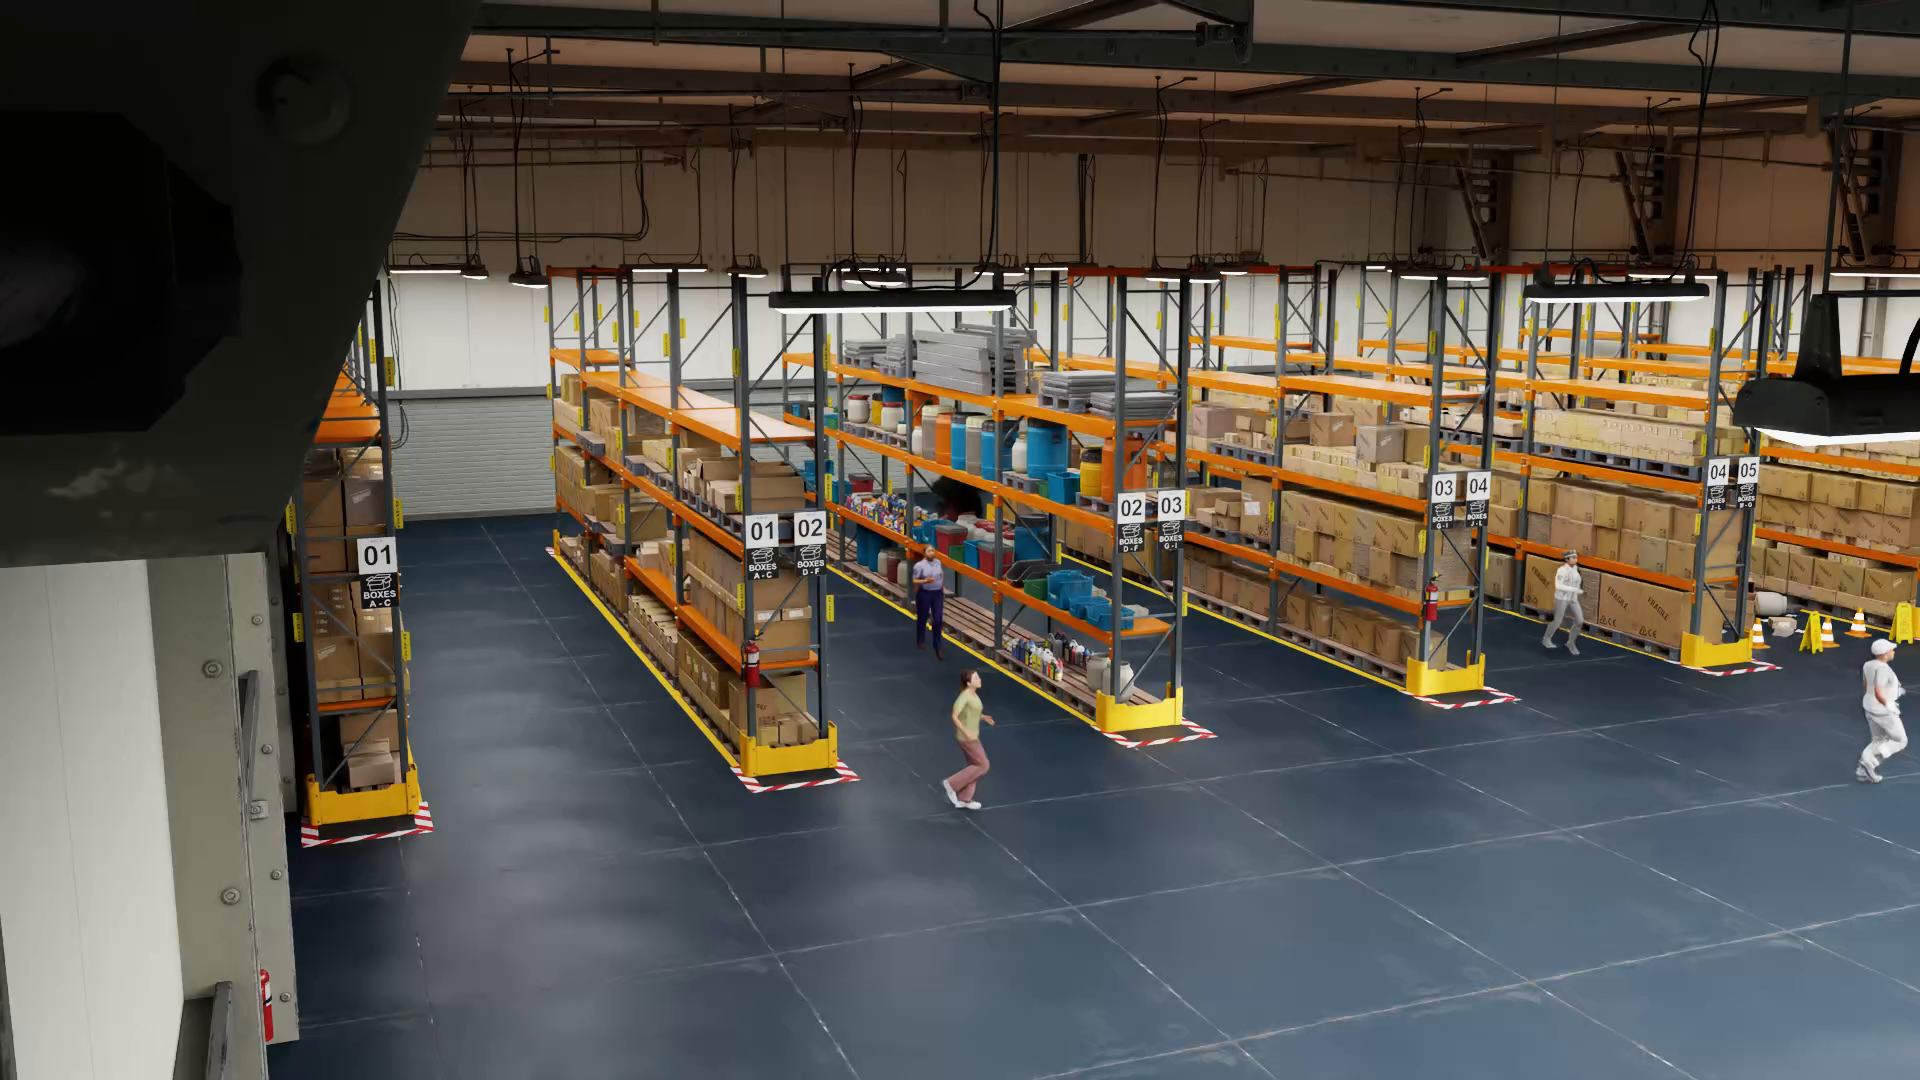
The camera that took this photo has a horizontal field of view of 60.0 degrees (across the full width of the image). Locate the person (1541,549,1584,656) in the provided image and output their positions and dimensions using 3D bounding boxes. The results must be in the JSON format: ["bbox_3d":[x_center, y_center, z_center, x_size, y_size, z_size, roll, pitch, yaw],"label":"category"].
[{"bbox_3d":[9.568,0.973,26.259,0.556,1.720,0.770,-5,11,-25],"label":"person"}]

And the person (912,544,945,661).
[{"bbox_3d":[-0.443,0.929,25.041,0.584,1.758,0.678,-4,11,-22],"label":"person"}]

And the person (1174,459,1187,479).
[{"bbox_3d":[4.922,-1.053,37.971,0.492,1.678,0.803,-4,11,-23],"label":"person"}]

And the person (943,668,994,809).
[{"bbox_3d":[0.103,2.270,19.015,0.568,1.621,0.570,1,10,6],"label":"person"}]

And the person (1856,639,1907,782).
[{"bbox_3d":[11.055,2.040,19.844,0.581,1.741,0.644,1,10,3],"label":"person"}]
